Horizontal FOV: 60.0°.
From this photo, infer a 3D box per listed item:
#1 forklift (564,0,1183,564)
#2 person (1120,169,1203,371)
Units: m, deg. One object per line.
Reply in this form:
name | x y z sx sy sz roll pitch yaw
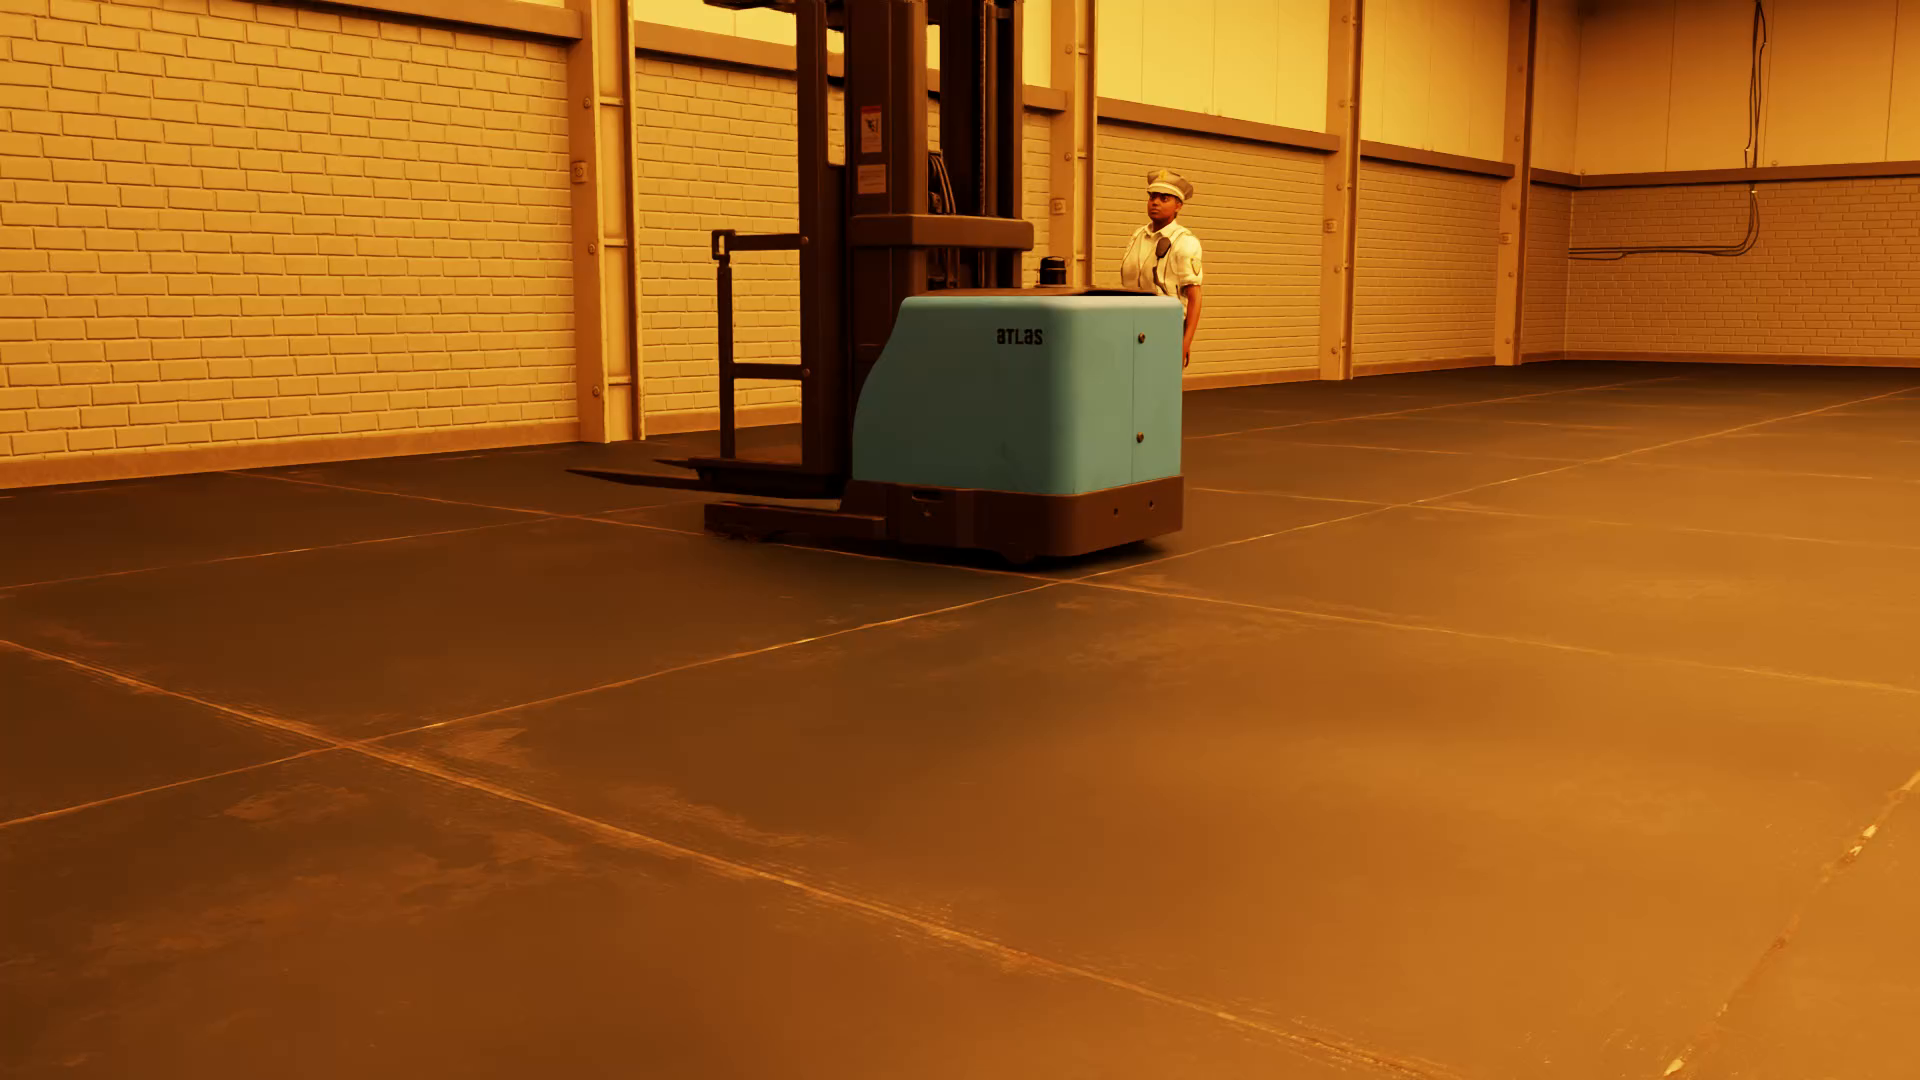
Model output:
forklift | -0.534 -1.495 7.497 3.031 2.935 1.130 6 10 34
person | 0.918 -1.011 8.414 0.570 1.695 0.530 8 11 43
